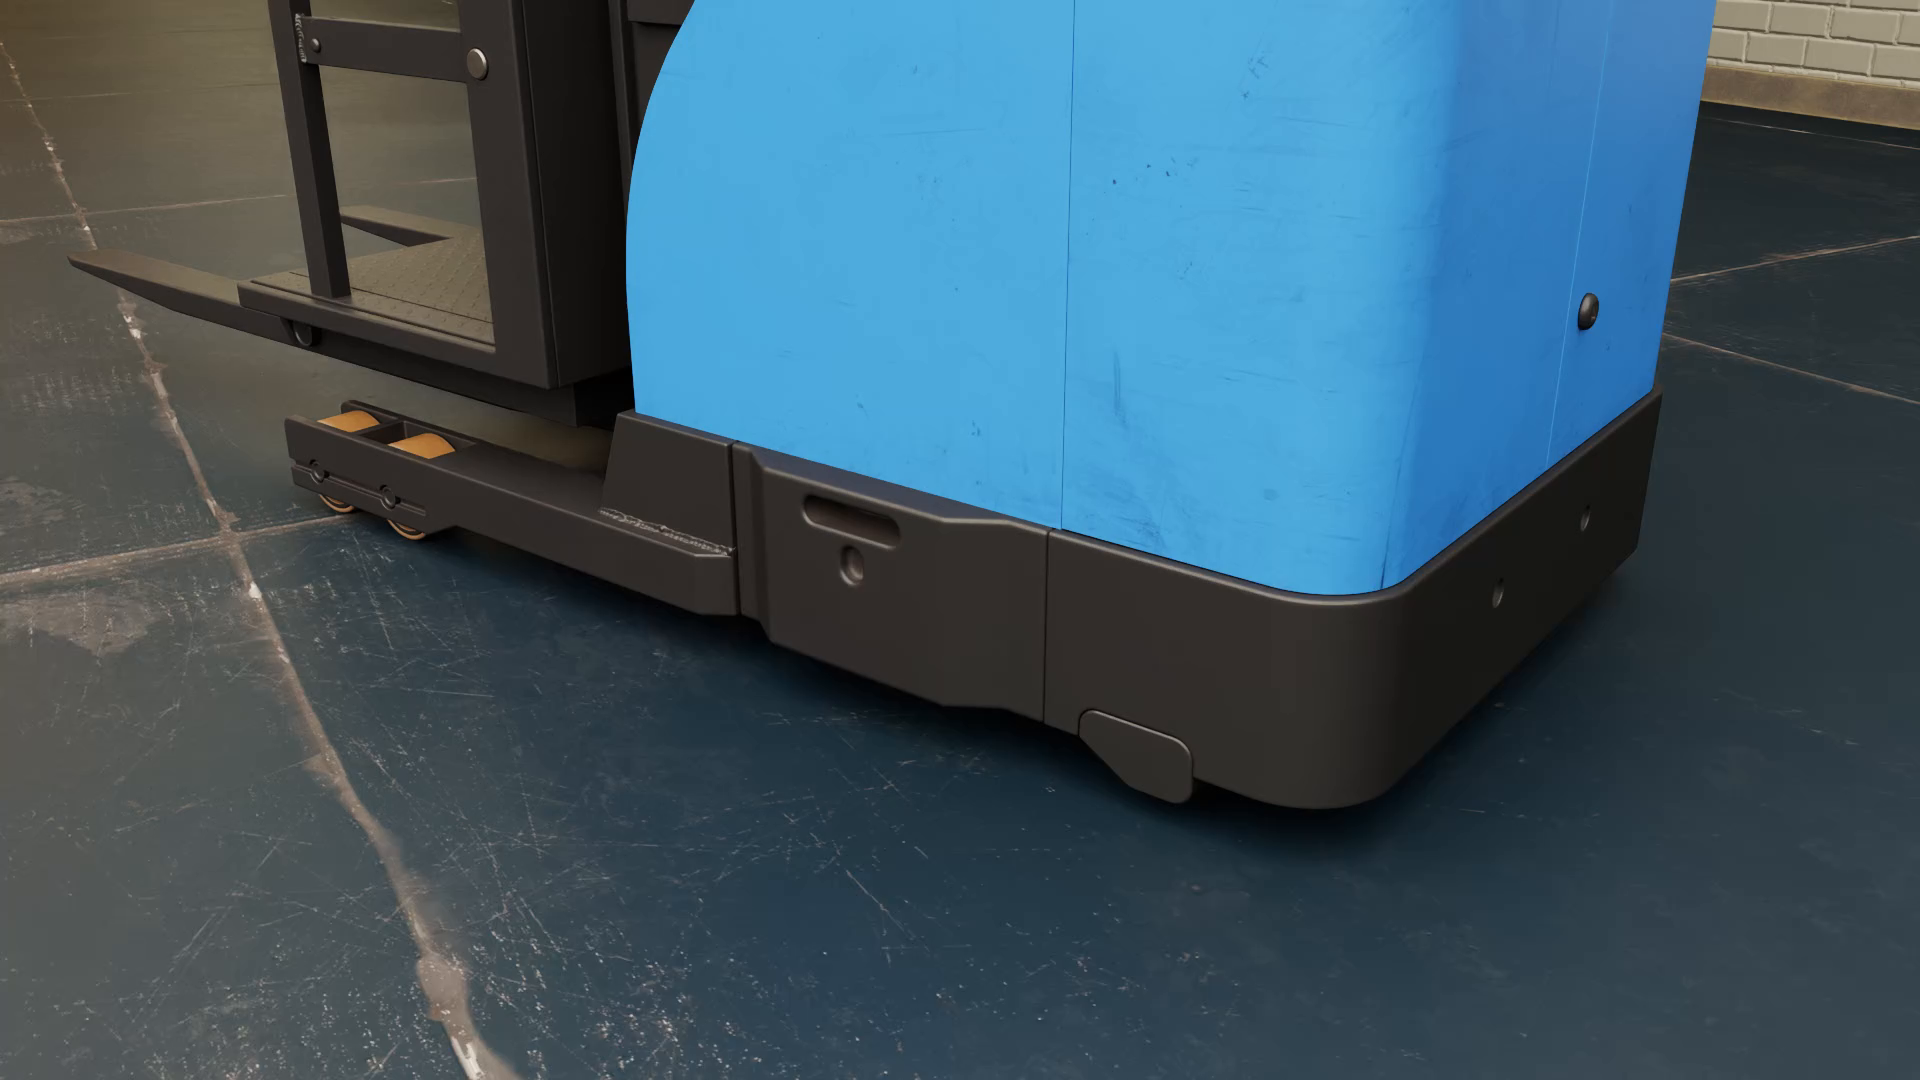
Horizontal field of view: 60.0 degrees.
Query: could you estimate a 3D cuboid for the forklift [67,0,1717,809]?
[{"bbox_3d":[-0.481,-1.497,2.422,3.031,2.935,1.130,16,27,34],"label":"forklift"}]
